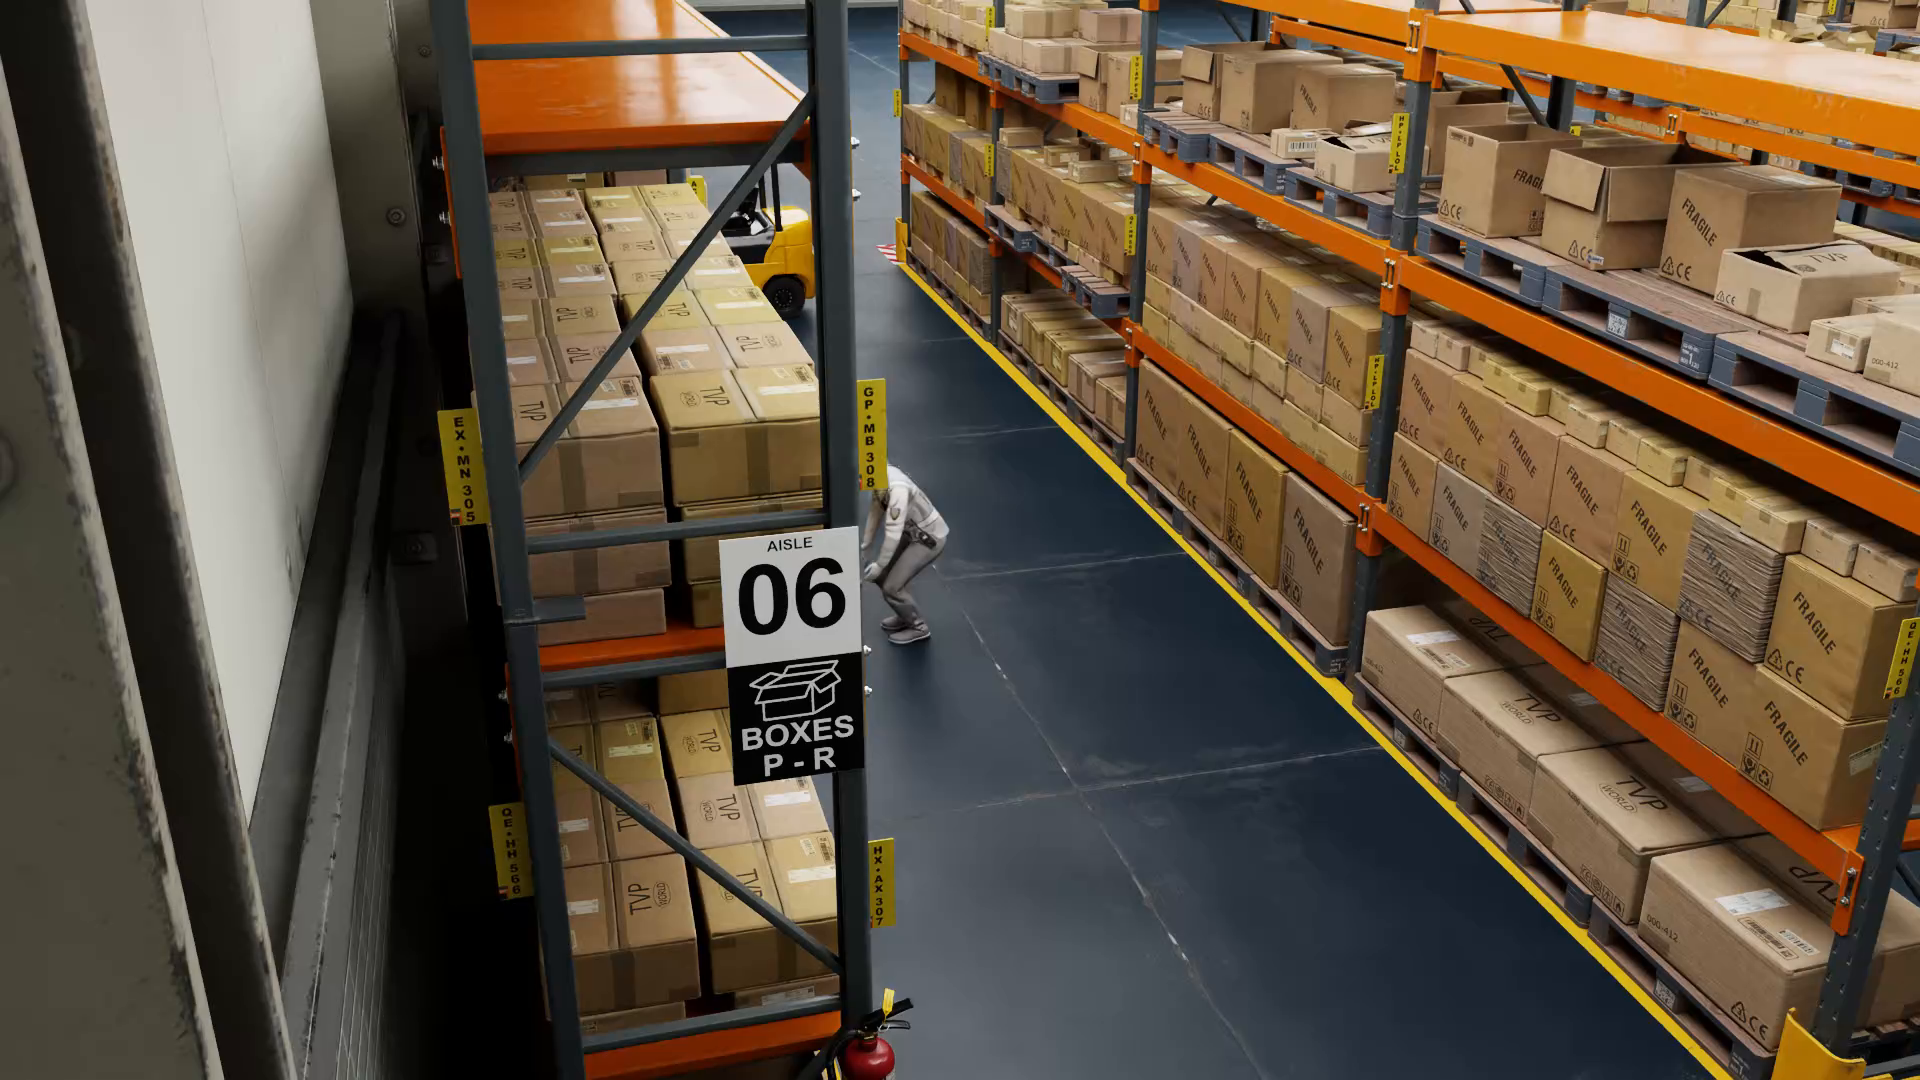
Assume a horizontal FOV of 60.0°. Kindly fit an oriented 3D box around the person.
[{"bbox_3d":[1.964,-1.685,13.900,6.986,2.202,5.623,-6,24,-14],"label":"person"}]
